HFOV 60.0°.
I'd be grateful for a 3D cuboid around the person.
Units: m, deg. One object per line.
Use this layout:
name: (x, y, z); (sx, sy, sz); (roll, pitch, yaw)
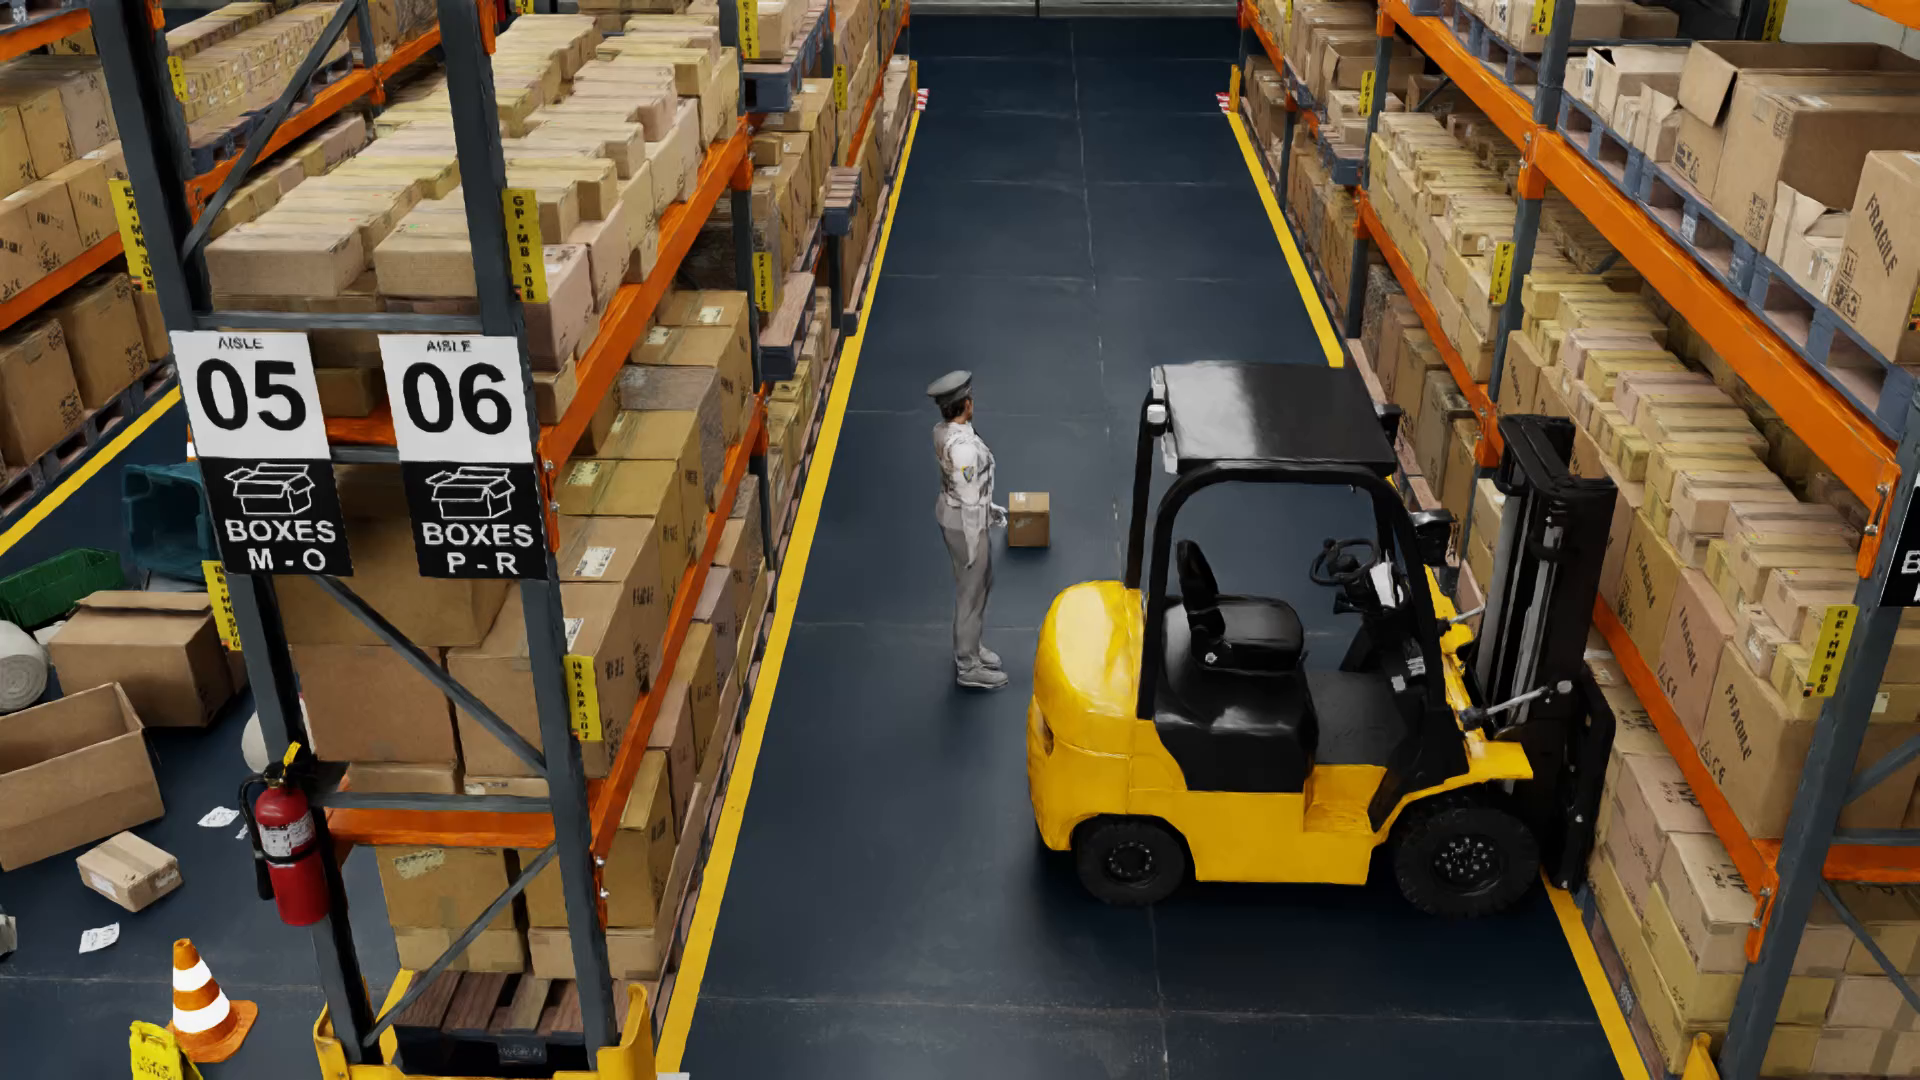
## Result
person: (0.058, -0.060, 8.742); (0.449, 1.667, 0.569); (-5, 29, -10)
